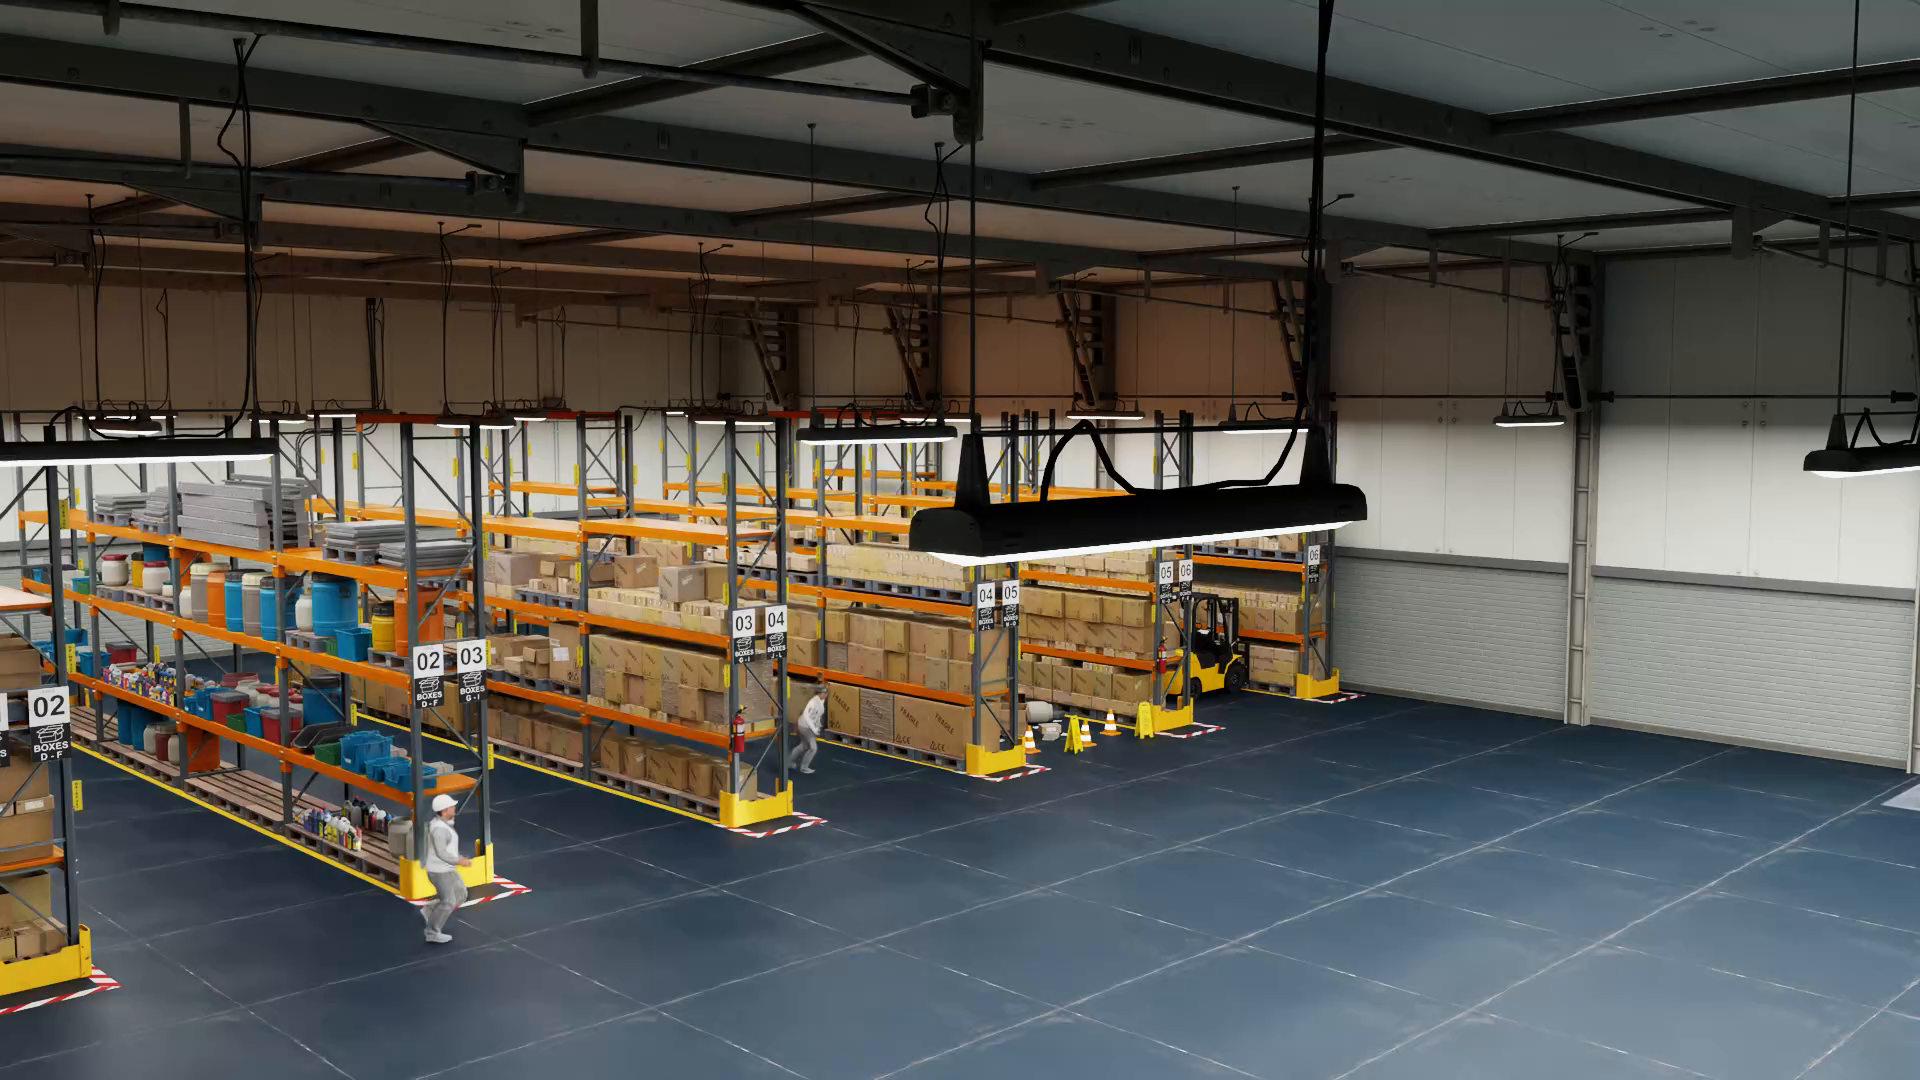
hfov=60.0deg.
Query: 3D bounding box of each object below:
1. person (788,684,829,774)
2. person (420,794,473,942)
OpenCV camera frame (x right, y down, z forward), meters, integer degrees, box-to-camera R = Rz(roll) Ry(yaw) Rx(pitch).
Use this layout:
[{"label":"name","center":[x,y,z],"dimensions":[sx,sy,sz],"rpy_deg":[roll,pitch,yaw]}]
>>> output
[{"label":"person","center":[-2.573,3.151,27.919],"dimensions":[0.815,1.533,0.637],"rpy_deg":[1,5,6]},{"label":"person","center":[-5.969,3.797,19.302],"dimensions":[0.614,1.721,0.643],"rpy_deg":[-1,5,-14]}]
